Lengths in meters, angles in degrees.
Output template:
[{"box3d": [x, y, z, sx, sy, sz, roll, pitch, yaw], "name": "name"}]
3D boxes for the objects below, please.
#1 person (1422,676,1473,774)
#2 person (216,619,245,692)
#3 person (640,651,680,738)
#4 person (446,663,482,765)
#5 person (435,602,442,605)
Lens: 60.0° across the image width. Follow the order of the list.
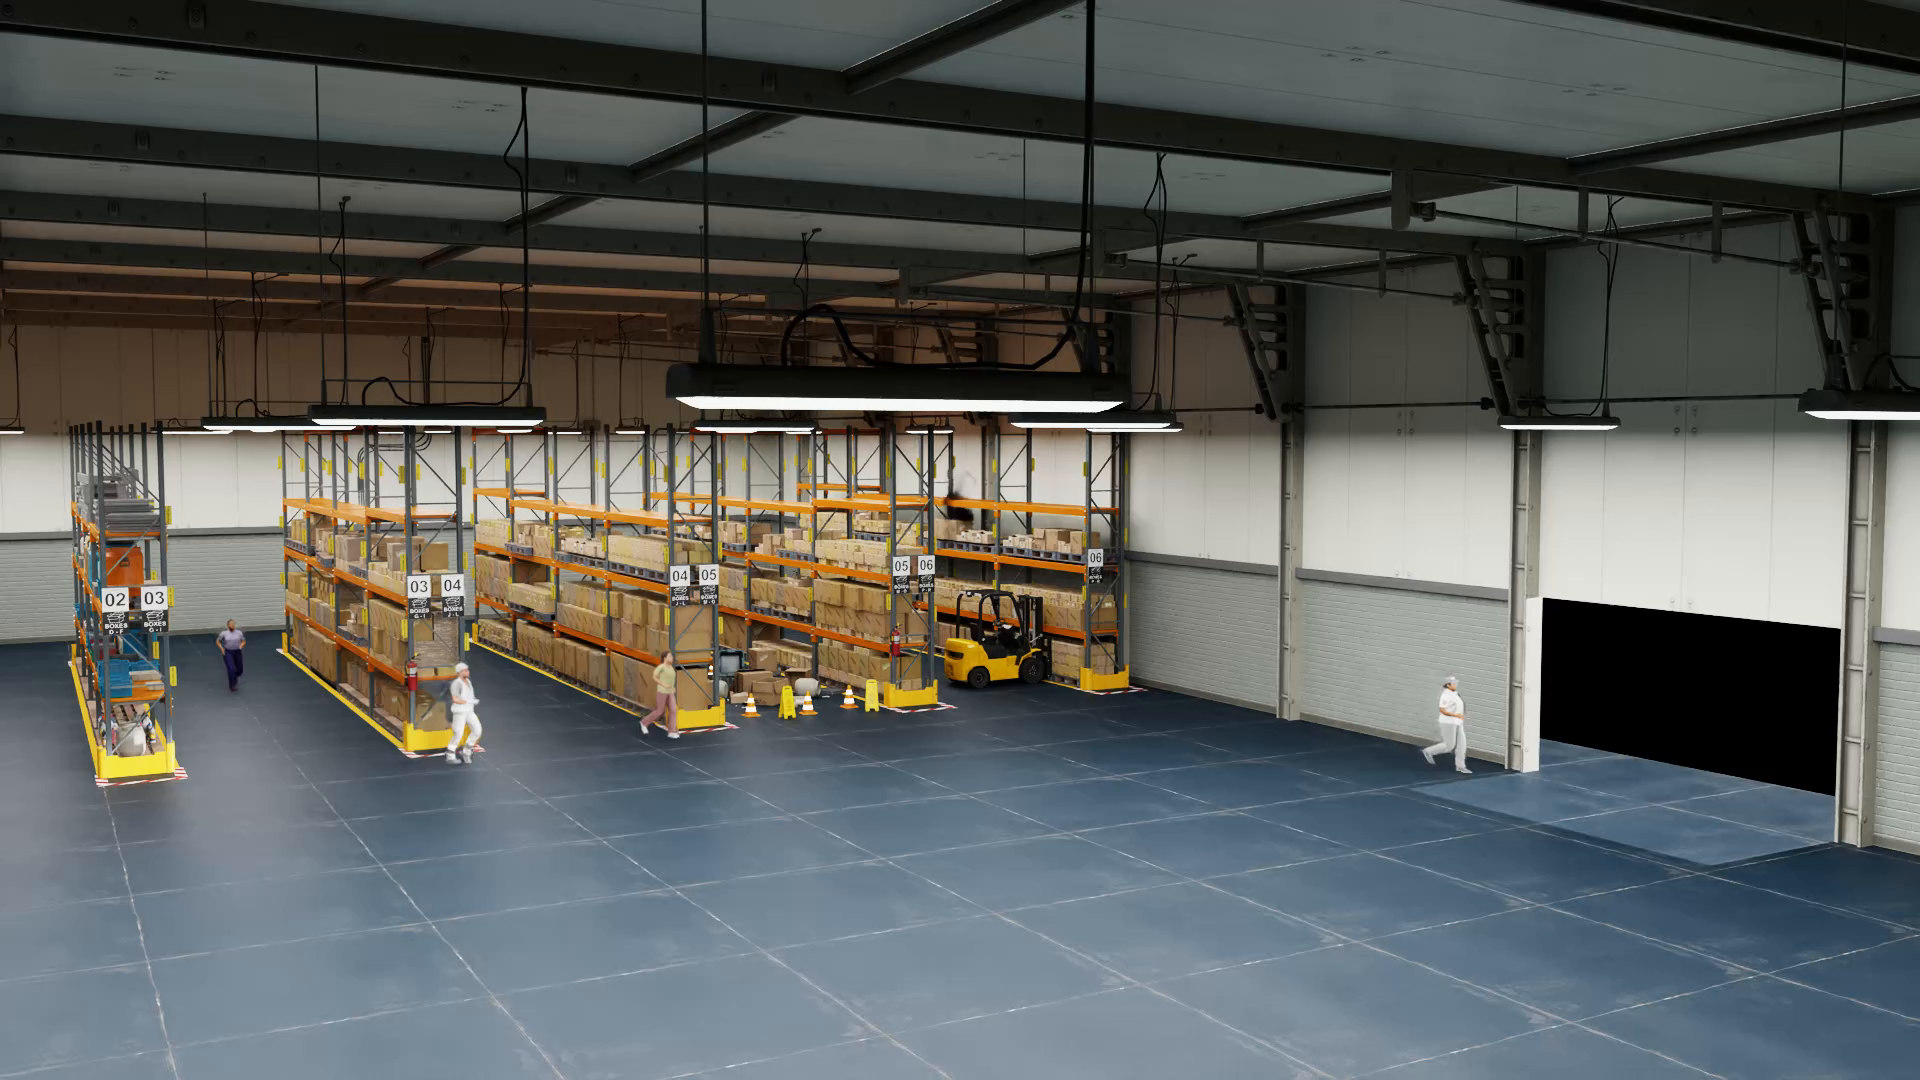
[{"box3d": [8.373, 3.149, 28.383, 0.797, 1.658, 0.607, 3, 4, 37], "name": "person"}, {"box3d": [-16.482, 2.601, 37.630, 0.616, 1.593, 0.737, -3, 4, -38], "name": "person"}, {"box3d": [-5.611, 2.929, 31.783, 0.926, 1.626, 0.634, 2, 4, 29], "name": "person"}, {"box3d": [-8.638, 3.038, 29.041, 0.678, 1.794, 0.665, 1, 4, 19], "name": "person"}, {"box3d": [-13.497, 2.134, 43.828, 0.706, 1.818, 0.917, -1, 4, -19], "name": "person"}]
